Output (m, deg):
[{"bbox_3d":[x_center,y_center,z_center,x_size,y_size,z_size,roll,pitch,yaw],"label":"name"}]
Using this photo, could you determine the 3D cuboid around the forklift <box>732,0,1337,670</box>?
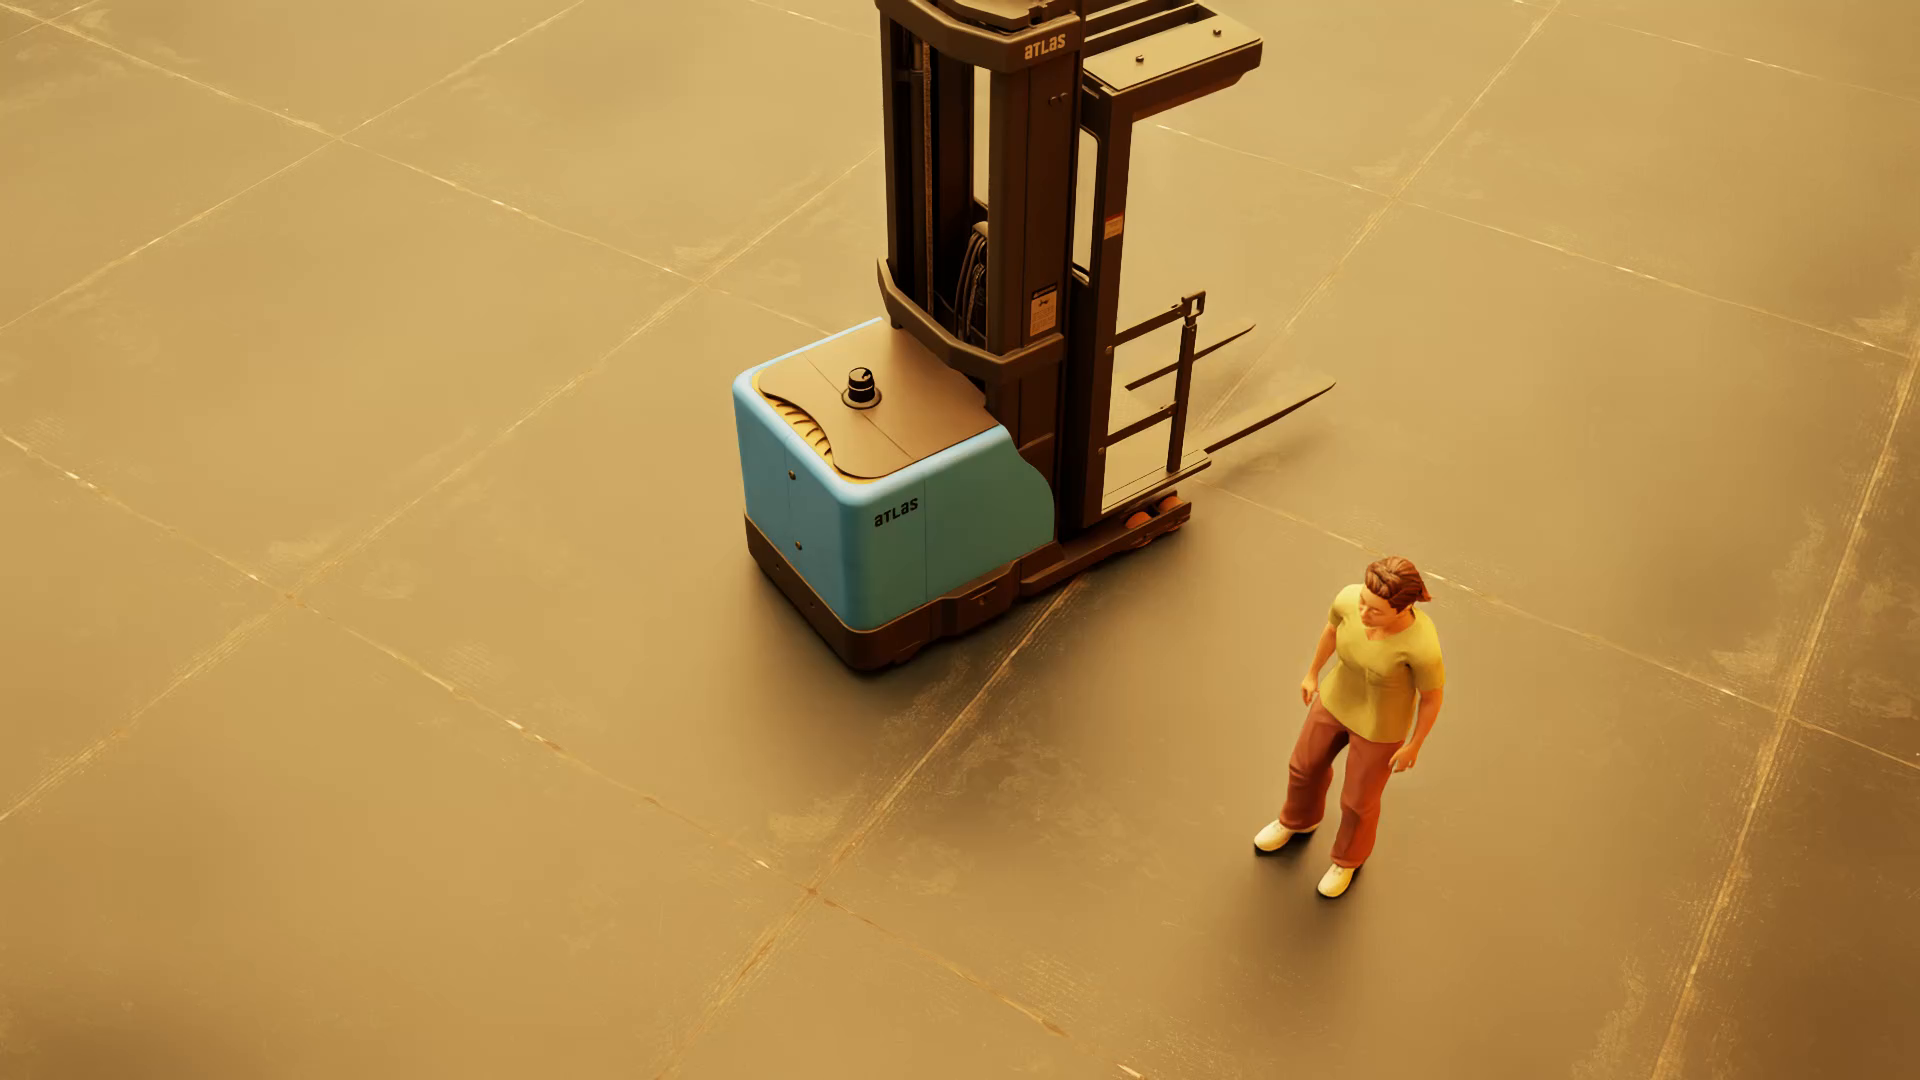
[{"bbox_3d":[0.500,-1.305,7.224,3.031,2.935,1.130,-26,49,-25],"label":"forklift"}]

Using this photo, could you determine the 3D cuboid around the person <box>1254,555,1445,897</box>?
[{"bbox_3d":[1.451,0.655,6.074,0.370,1.671,0.517,-31,52,-28],"label":"person"}]
